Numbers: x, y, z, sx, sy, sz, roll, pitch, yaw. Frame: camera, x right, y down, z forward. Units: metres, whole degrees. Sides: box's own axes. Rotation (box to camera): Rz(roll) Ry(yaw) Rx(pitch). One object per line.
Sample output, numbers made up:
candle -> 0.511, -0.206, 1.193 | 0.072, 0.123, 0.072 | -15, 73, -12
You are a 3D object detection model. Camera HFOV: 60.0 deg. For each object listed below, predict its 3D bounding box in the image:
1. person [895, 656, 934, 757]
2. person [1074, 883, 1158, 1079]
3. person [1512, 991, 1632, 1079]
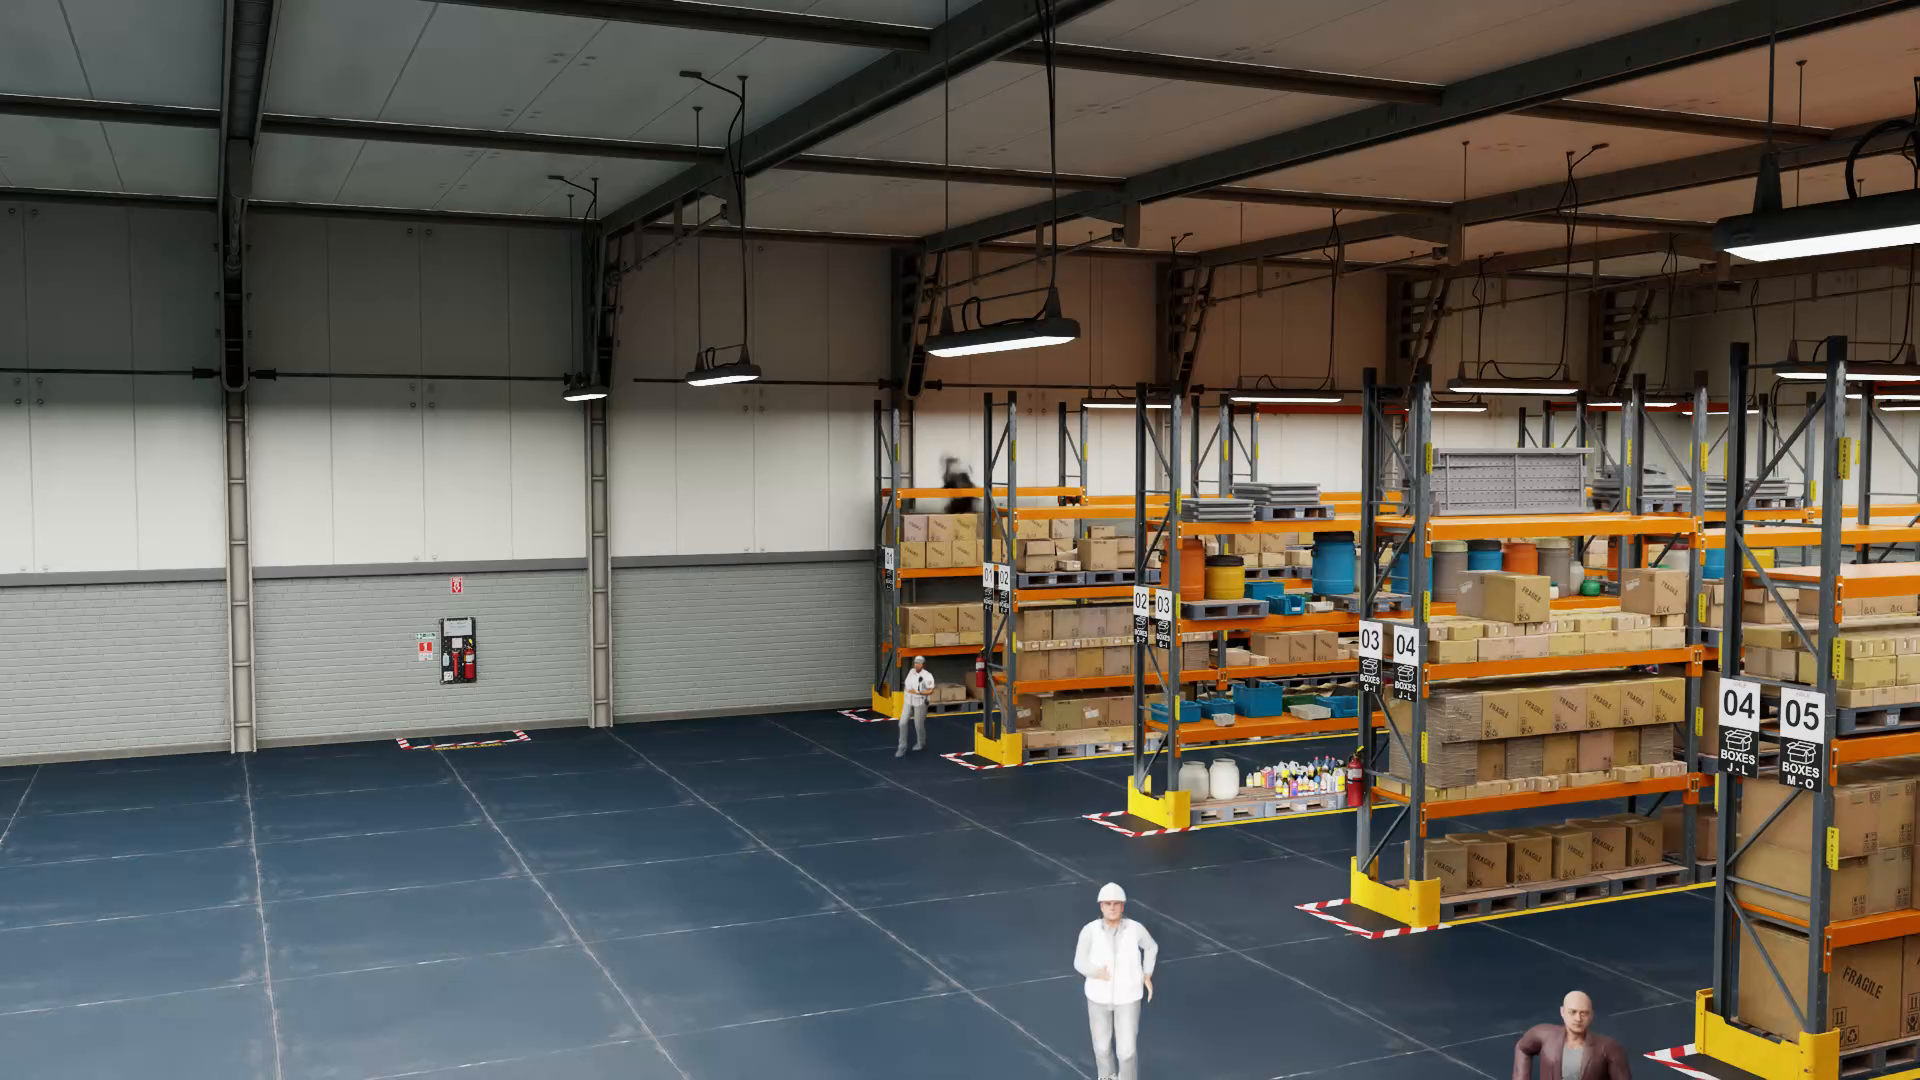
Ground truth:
person -> -0.673, 2.757, 27.598 | 0.625, 1.712, 0.729 | 2, 4, 25
person -> 1.189, 3.539, 12.777 | 0.626, 1.798, 0.714 | 1, 3, 10
person -> 3.773, 3.670, 10.278 | 0.724, 1.779, 1.014 | 1, 4, 23
